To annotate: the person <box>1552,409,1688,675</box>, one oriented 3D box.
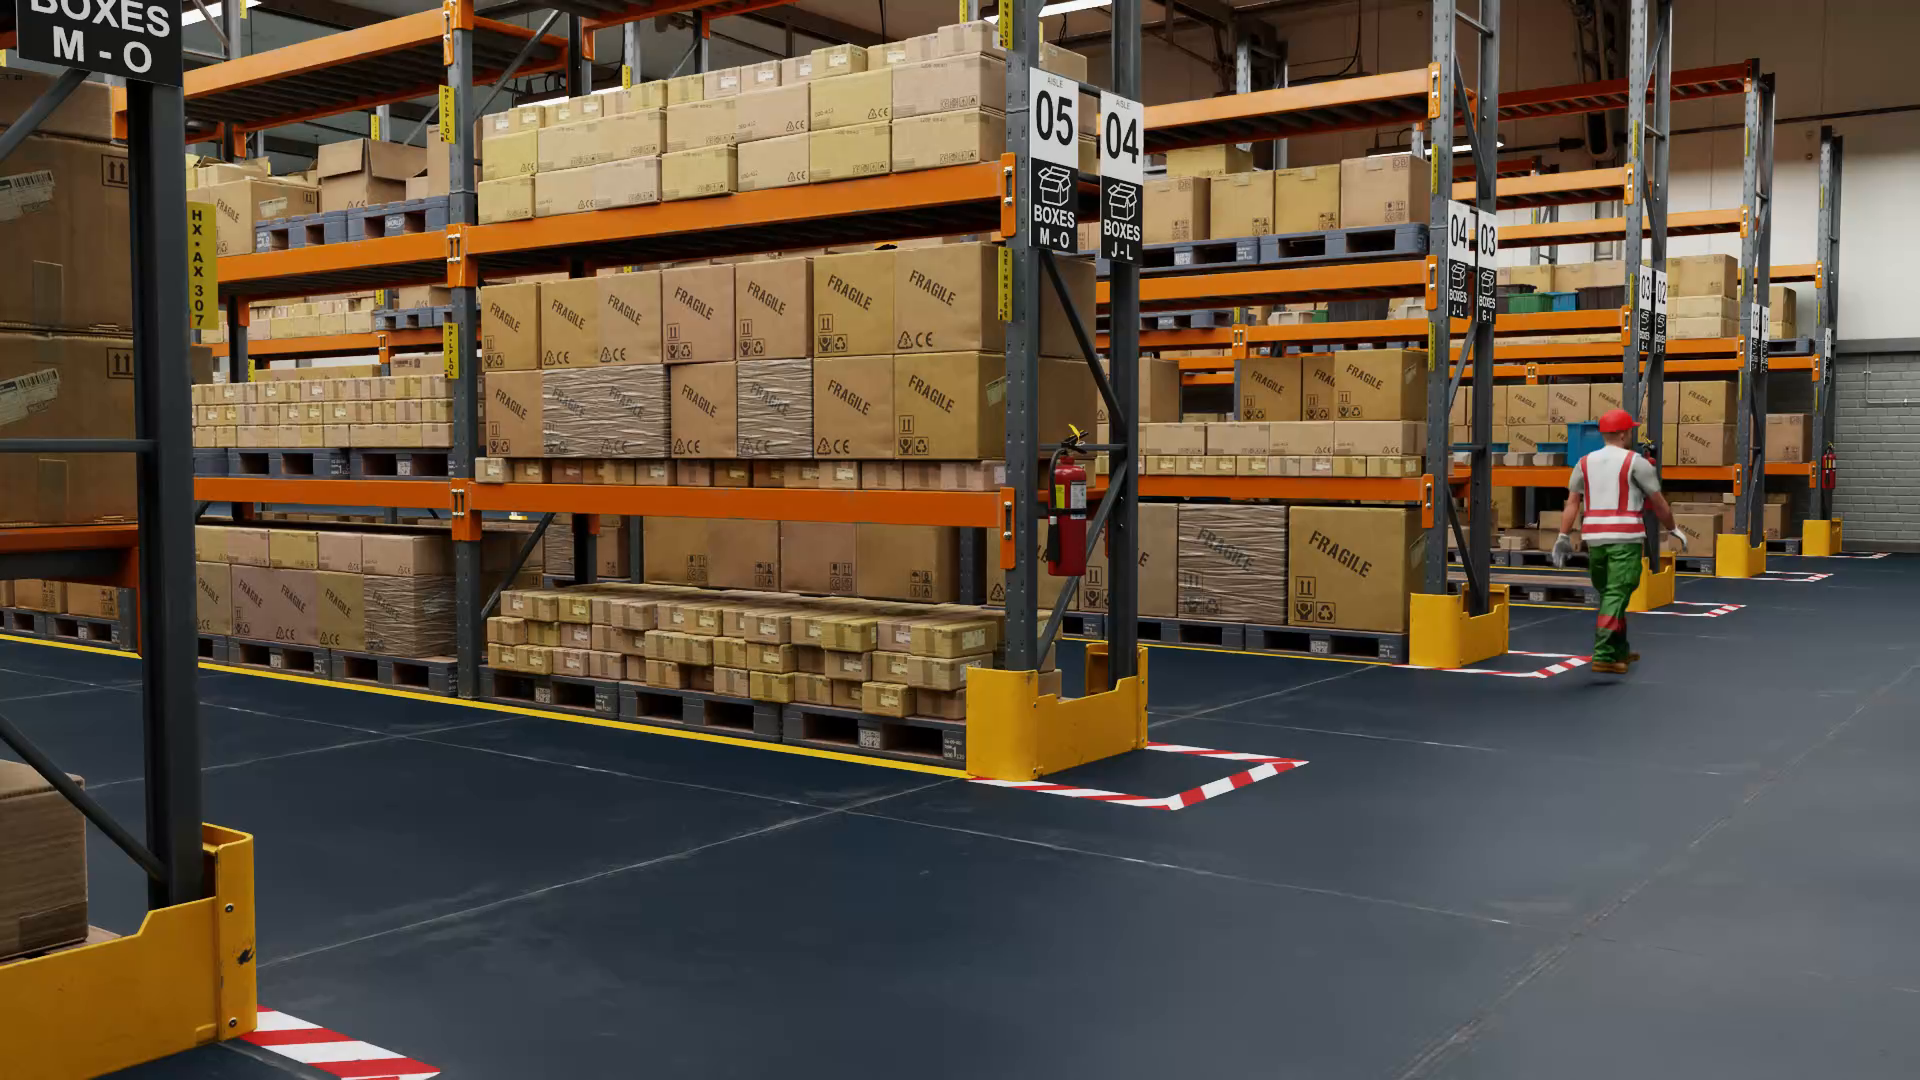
[{"bbox_3d":[4.359,0.003,10.995,1.048,1.737,0.697,-3,4,-41],"label":"person"}]
